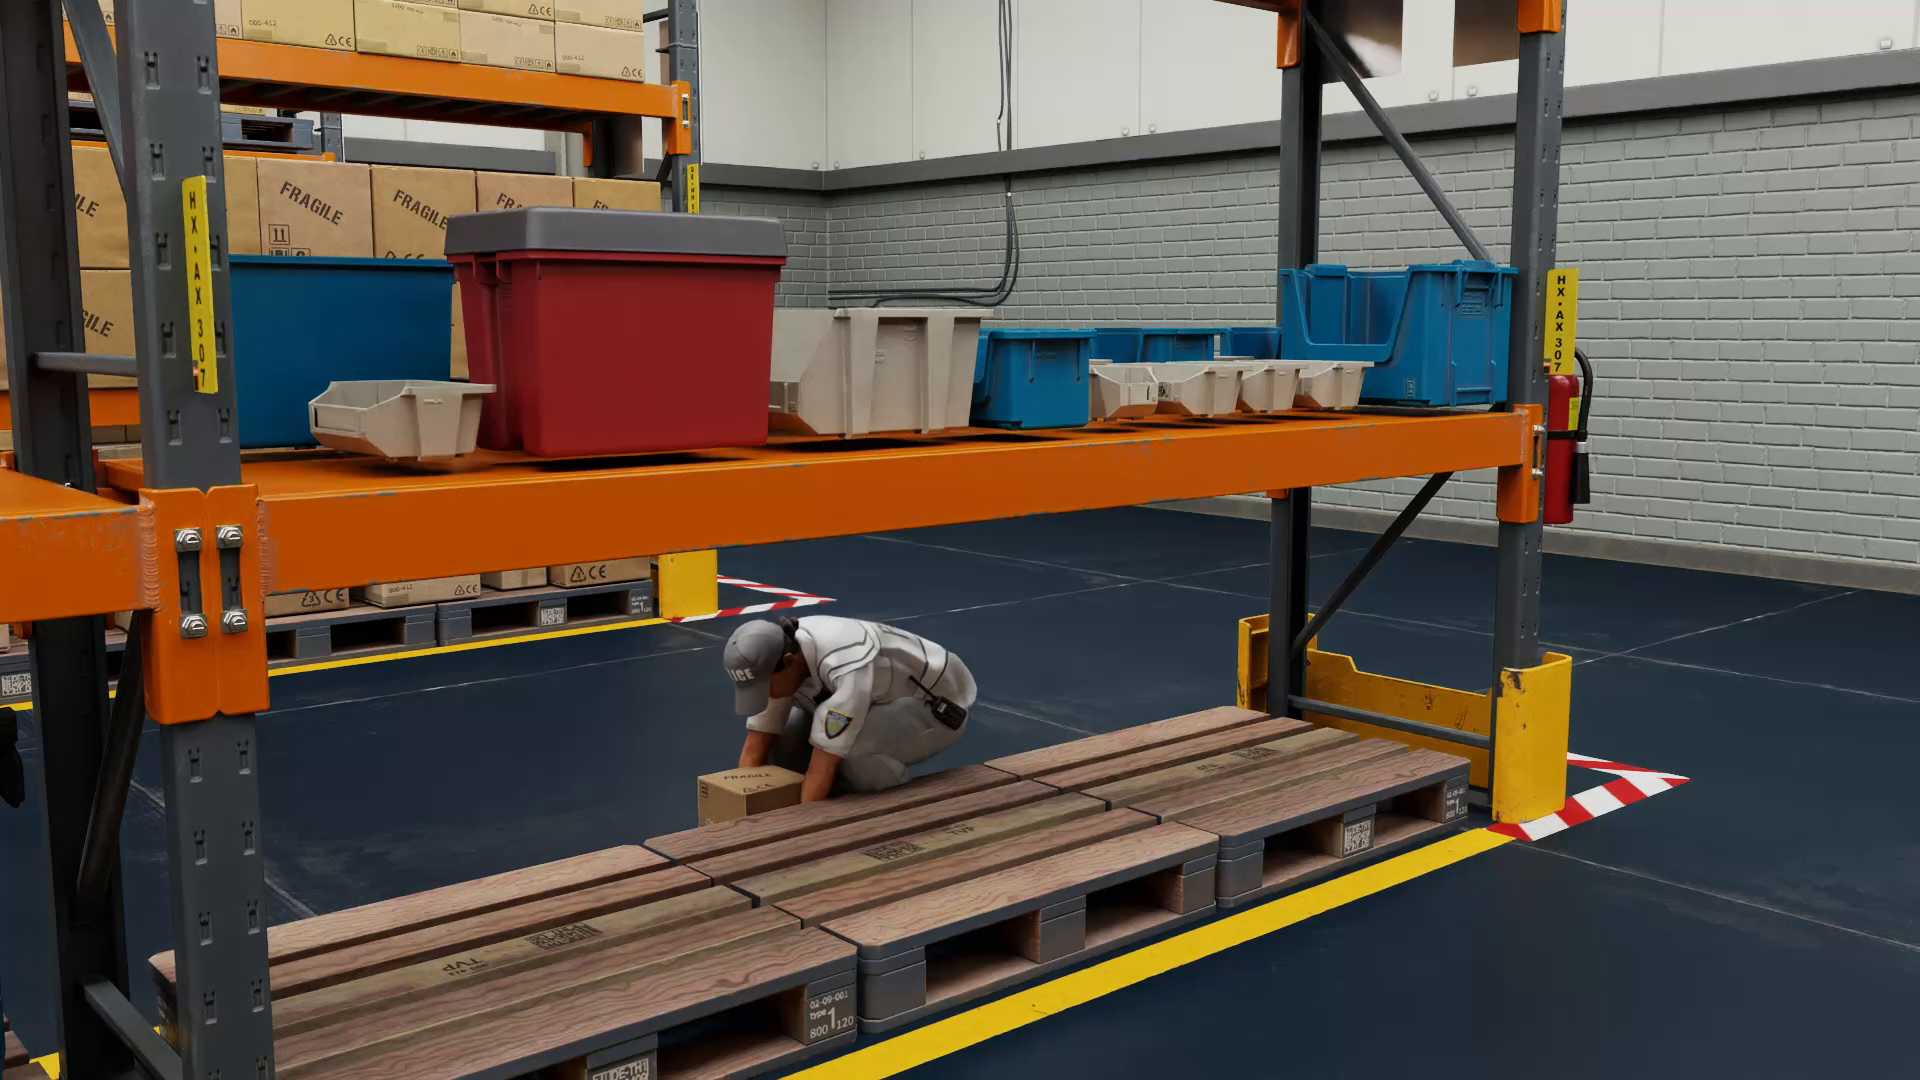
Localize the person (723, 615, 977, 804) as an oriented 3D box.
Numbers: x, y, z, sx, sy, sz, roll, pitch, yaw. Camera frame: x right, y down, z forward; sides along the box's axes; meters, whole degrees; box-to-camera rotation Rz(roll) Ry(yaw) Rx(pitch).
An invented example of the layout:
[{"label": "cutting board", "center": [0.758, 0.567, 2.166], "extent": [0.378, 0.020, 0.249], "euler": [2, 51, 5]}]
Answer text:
[{"label": "person", "center": [-0.356, 0.595, 5.089], "extent": [0.899, 0.816, 0.512], "euler": [-7, 10, -42]}]
